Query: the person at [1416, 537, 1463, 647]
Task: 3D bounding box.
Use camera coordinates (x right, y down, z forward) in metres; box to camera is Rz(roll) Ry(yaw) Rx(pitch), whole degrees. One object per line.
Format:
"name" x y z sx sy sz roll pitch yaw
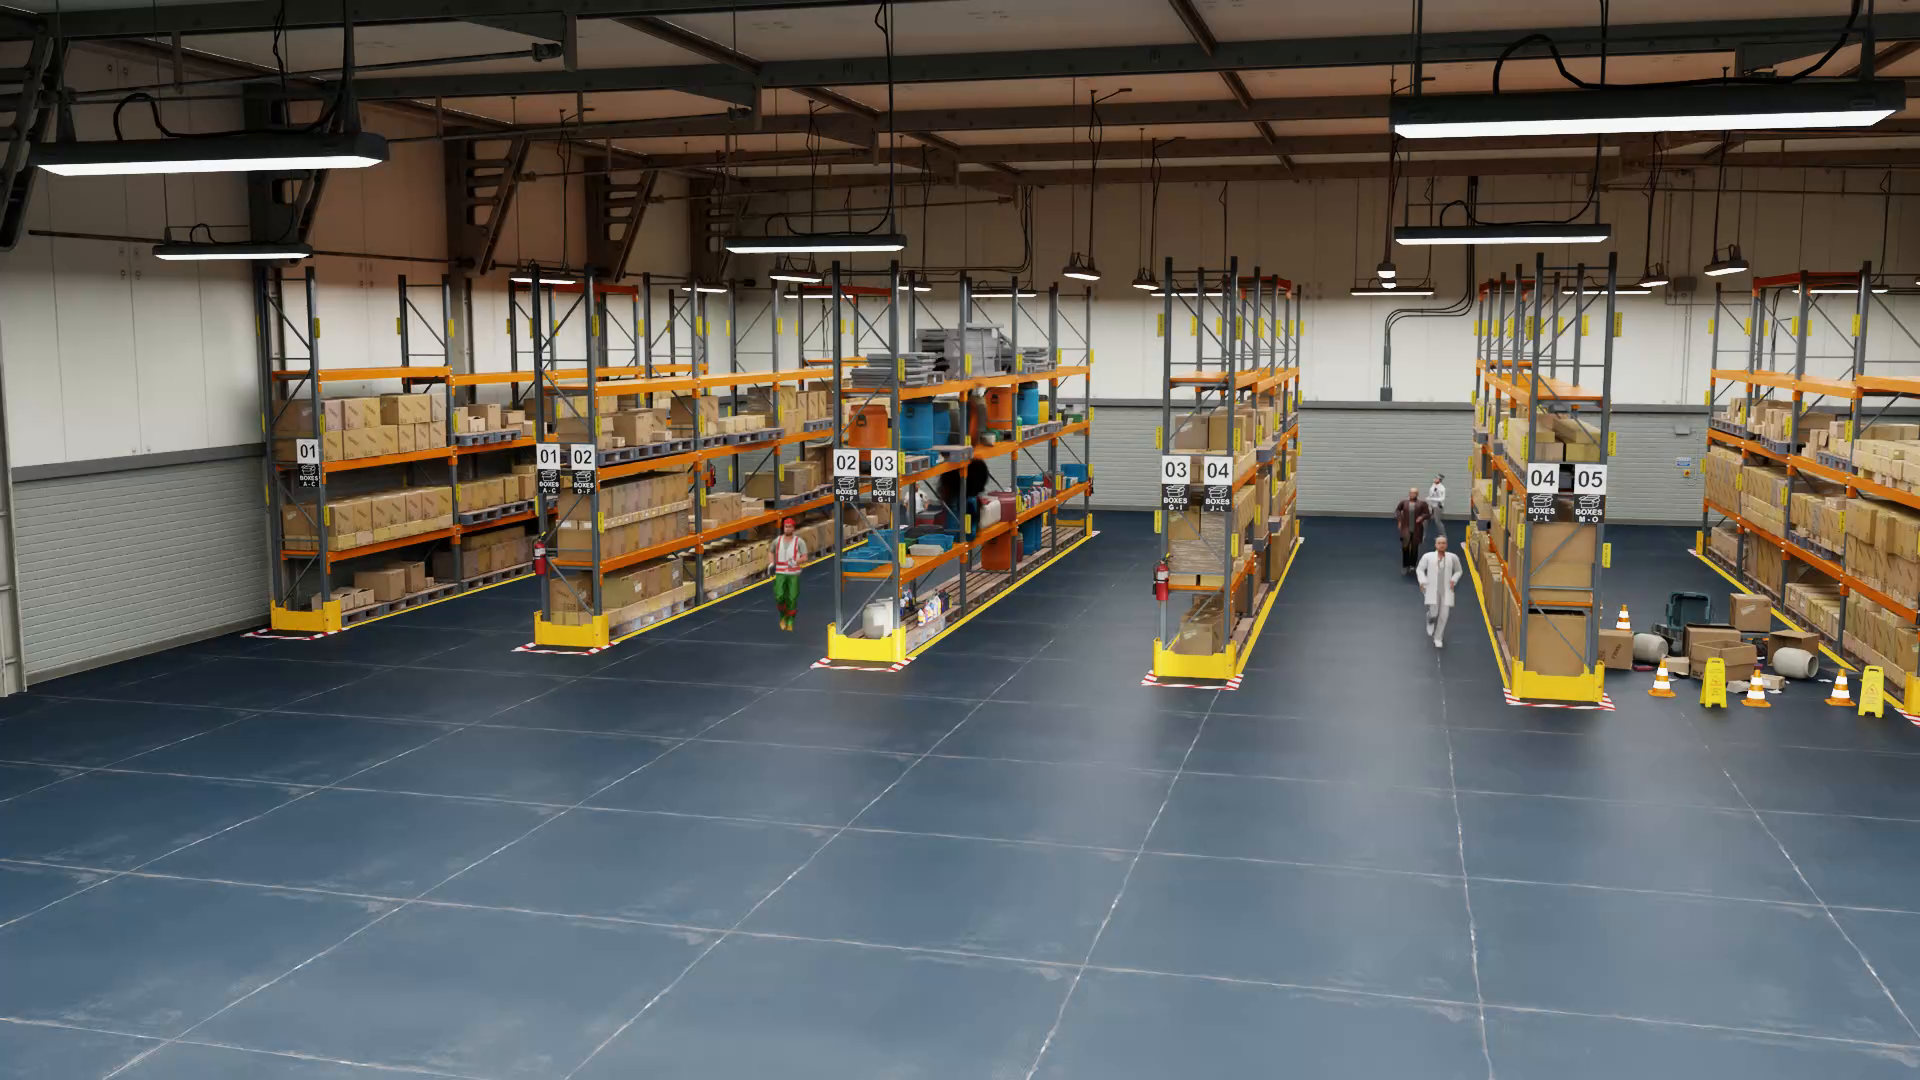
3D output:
"person" 7.609 0.811 26.398 0.709 1.737 0.640 1 7 10

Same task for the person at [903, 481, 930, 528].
"person" -0.989 -0.539 37.294 0.594 1.624 0.550 0 7 2

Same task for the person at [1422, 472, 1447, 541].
"person" 11.165 -0.745 38.907 0.722 1.703 0.624 -3 8 -23

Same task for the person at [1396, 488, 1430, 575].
"person" 9.233 -0.161 33.942 0.693 1.823 0.808 2 8 17

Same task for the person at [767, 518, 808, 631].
"person" -2.702 0.551 25.970 0.643 1.769 0.599 0 7 3
